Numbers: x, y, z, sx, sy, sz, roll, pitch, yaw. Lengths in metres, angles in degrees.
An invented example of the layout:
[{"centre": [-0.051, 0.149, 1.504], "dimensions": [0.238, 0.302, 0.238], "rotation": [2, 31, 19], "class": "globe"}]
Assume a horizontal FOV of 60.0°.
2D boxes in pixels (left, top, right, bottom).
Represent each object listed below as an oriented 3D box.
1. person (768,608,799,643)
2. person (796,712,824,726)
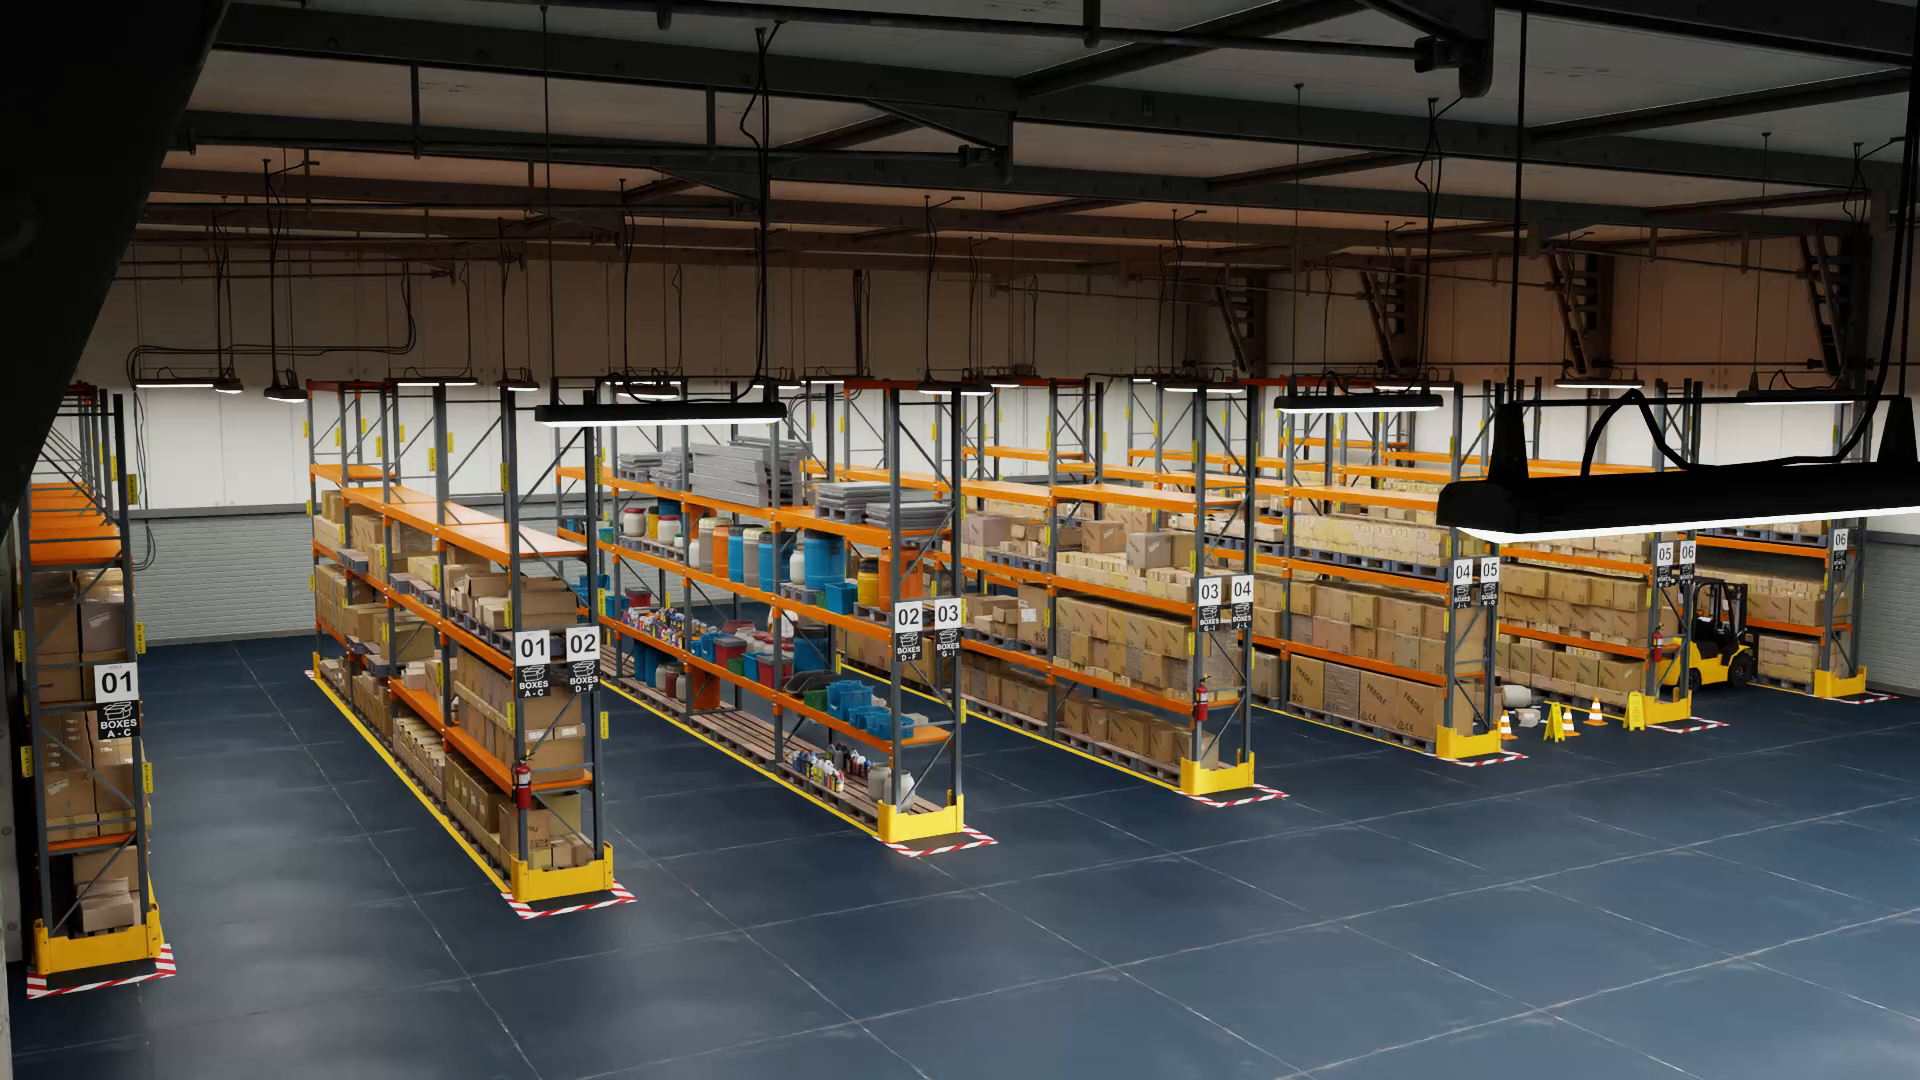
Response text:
[{"centre": [-3.516, 1.921, 33.360], "dimensions": [0.650, 1.707, 1.085], "rotation": [-3, 7, -26], "class": "person"}, {"centre": [-2.574, 2.295, 28.148], "dimensions": [0.592, 1.586, 0.964], "rotation": [0, 6, 1], "class": "person"}]
